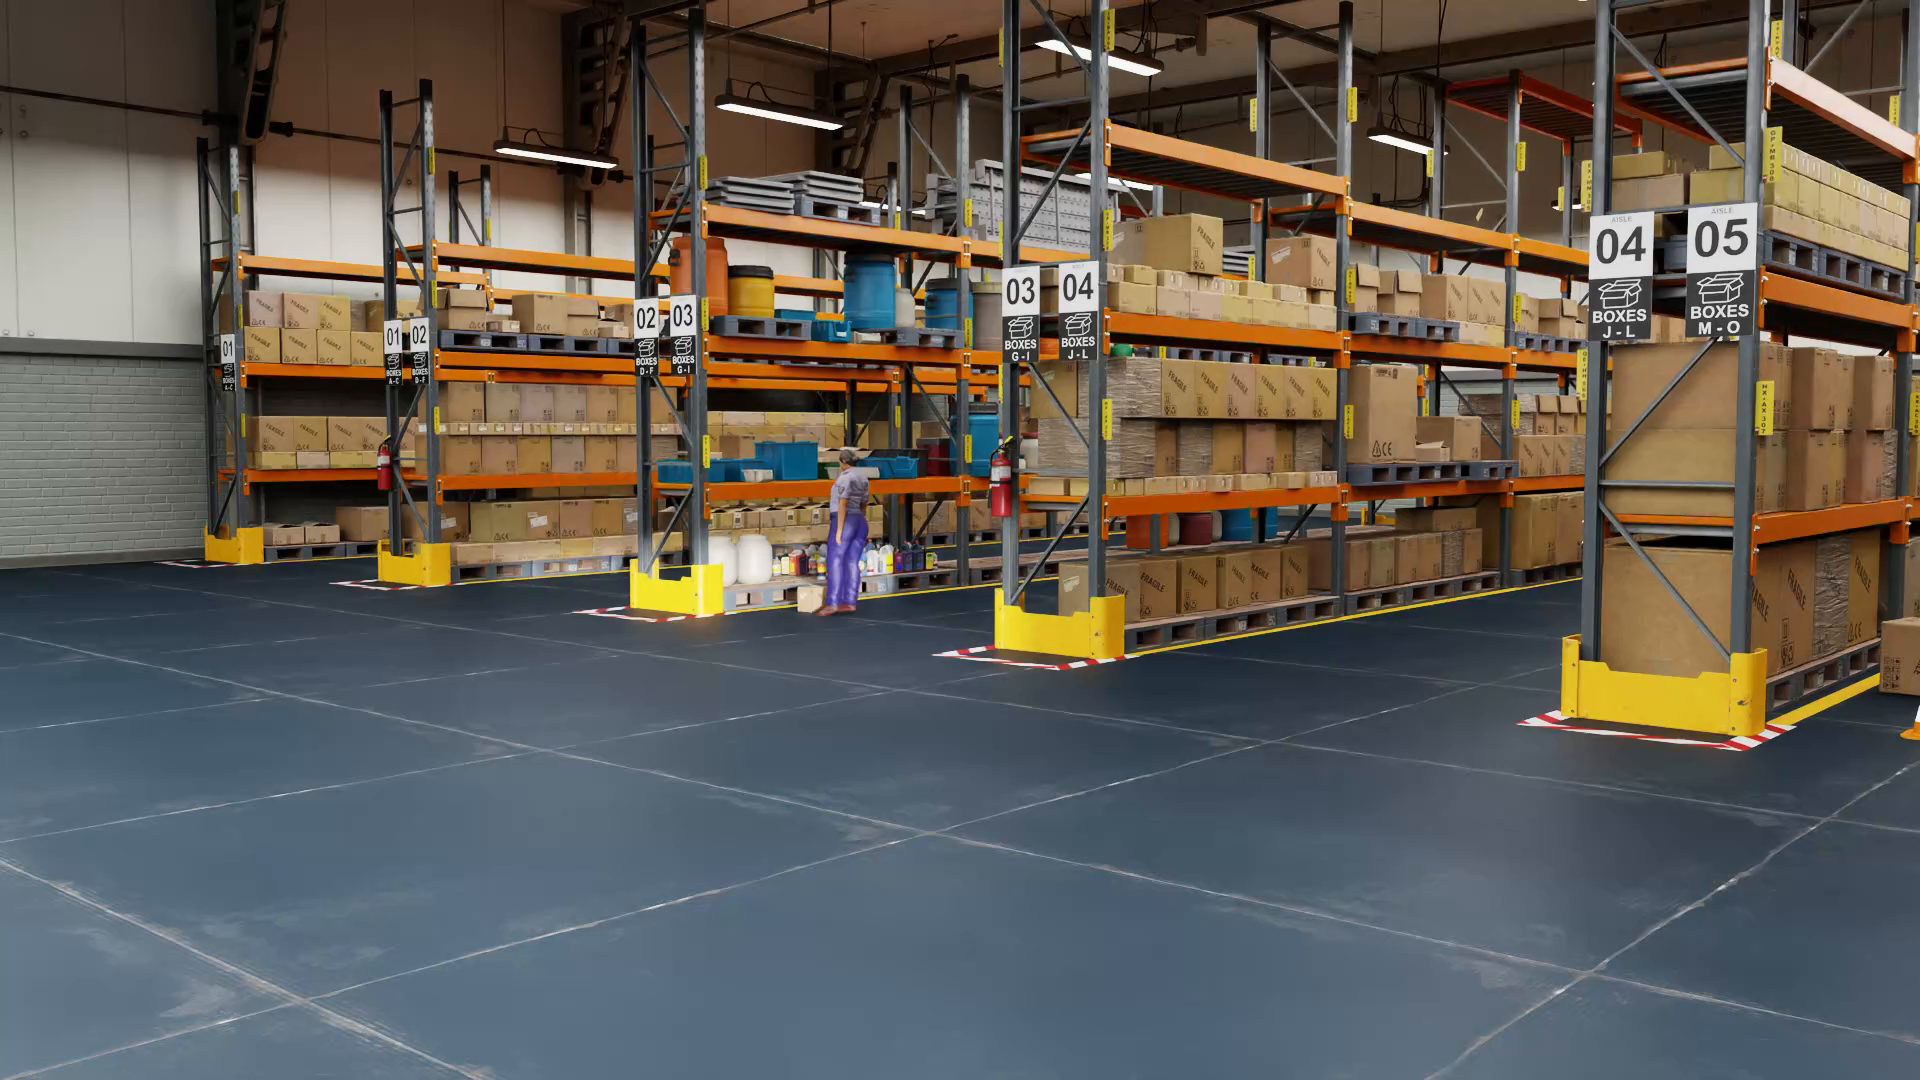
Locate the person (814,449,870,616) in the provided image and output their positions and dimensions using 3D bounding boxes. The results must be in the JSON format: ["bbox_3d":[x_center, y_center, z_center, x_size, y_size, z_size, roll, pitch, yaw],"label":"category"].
[{"bbox_3d":[-1.171,-0.074,16.716,0.430,1.679,0.547,2,4,32],"label":"person"}]
